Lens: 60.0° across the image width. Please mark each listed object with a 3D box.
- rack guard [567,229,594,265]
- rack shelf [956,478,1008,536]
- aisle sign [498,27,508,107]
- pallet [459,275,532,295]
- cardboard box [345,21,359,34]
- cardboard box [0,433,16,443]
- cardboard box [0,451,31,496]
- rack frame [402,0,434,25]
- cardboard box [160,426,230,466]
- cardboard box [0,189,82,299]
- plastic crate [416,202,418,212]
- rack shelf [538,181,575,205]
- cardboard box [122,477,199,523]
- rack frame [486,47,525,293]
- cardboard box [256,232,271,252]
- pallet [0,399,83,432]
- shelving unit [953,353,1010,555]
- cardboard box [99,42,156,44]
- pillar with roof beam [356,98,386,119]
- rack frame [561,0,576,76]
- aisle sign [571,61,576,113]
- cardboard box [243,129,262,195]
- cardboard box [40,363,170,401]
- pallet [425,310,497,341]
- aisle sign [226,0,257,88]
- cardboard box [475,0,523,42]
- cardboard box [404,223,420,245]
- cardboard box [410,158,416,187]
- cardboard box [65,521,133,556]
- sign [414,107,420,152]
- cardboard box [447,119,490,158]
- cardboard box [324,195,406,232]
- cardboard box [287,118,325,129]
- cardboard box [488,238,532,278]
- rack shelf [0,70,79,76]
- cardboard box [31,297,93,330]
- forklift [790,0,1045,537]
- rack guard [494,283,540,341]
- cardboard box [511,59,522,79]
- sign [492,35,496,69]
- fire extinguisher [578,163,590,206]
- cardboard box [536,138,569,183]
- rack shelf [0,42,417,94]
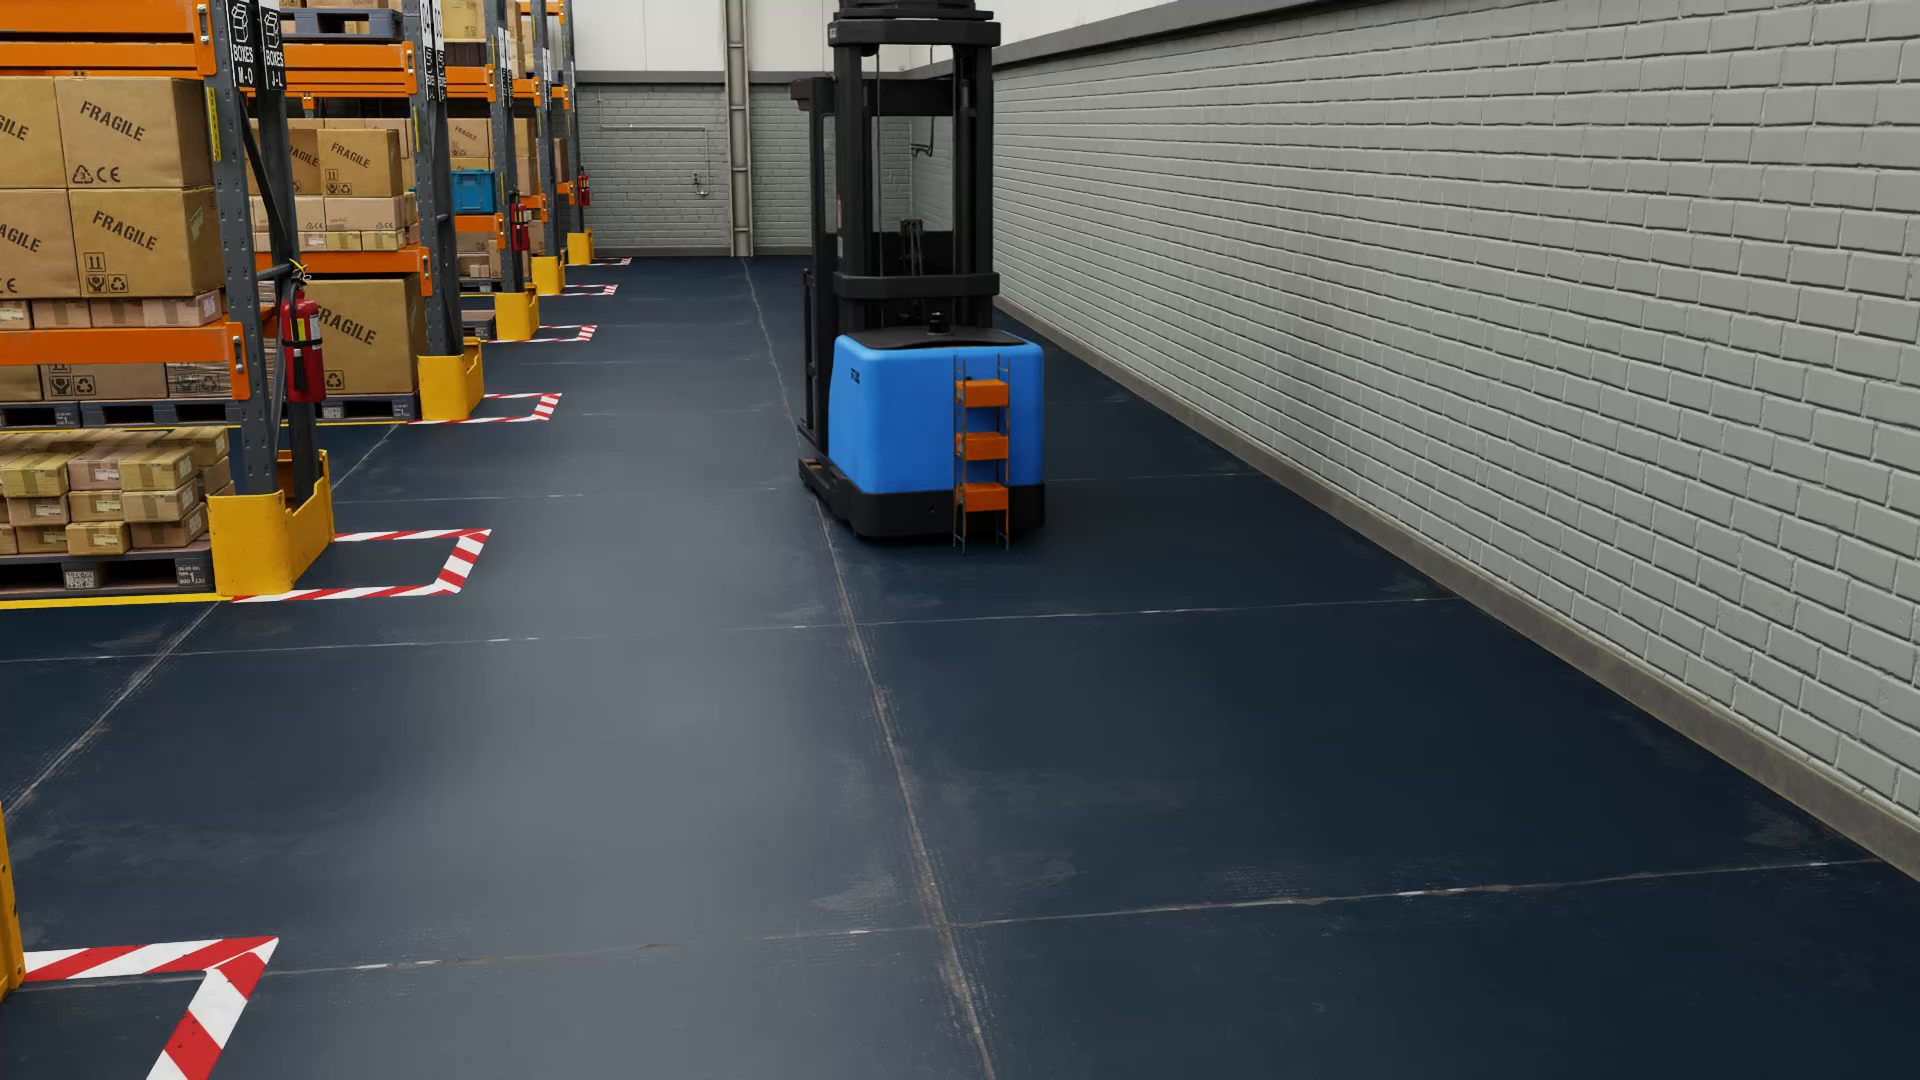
[{"bbox_3d":[-6.311,-4.884,27.670,0.348,0.500,1.175,-2,14,-8],"label":"rack guard"},{"bbox_3d":[0.113,-0.179,8.963,0.240,0.259,0.215,-4,15,-15],"label":"rack shelf"},{"bbox_3d":[-4.744,-4.906,17.273,0.004,0.787,0.394,-2,14,-8],"label":"aisle sign"},{"bbox_3d":[-6.456,-3.520,22.824,1.213,0.211,1.003,-2,14,-8],"label":"pallet"},{"bbox_3d":[-8.064,-6.778,21.656,0.500,0.500,0.700,-2,14,-8],"label":"cardboard box"},{"bbox_3d":[-5.082,-0.443,8.596,0.250,0.149,0.380,-2,14,-6],"label":"cardboard box"},{"bbox_3d":[-4.727,-0.325,8.124,0.250,0.149,0.380,-3,14,-11],"label":"cardboard box"},{"bbox_3d":[-4.121,-5.431,12.380,0.127,3.000,1.000,-2,14,-8],"label":"rack frame"},{"bbox_3d":[-4.050,-0.497,8.811,0.250,0.149,0.380,-3,14,-11],"label":"cardboard box"},{"bbox_3d":[-4.398,-1.422,7.908,0.500,0.500,0.500,-2,14,-9],"label":"cardboard box"},{"bbox_3d":[-5.638,-3.541,17.593,0.243,0.136,0.396,-2,14,-8],"label":"plastic crate"},{"bbox_3d":[-8.312,-5.674,27.161,4.000,0.370,1.077,-2,14,-8],"label":"rack shelf"},{"bbox_3d":[-3.961,-0.202,8.247,0.250,0.149,0.380,-2,14,-10],"label":"cardboard box"},{"bbox_3d":[-4.859,-3.713,17.860,0.127,3.000,1.000,-2,14,-8],"label":"rack frame"},{"bbox_3d":[-5.177,-2.280,12.663,0.250,0.149,0.380,-2,14,-7],"label":"cardboard box"},{"bbox_3d":[-7.313,-1.033,12.906,1.213,0.211,1.003,-2,14,-8],"label":"pallet"},{"bbox_3d":[0.113,-0.459,8.893,0.252,1.050,0.215,-4,15,-15],"label":"shelving unit"},{"bbox_3d":[-10.715,-6.485,21.473,0.600,0.600,0.600,-2,14,-9],"label":"cardboard box"},{"bbox_3d":[-9.085,-8.059,22.856,0.400,9.000,9.100,-2,14,-8],"label":"pillar with roof beam"},{"bbox_3d":[-6.335,-9.006,26.633,0.127,3.000,1.000,-2,14,-8],"label":"rack frame"},{"bbox_3d":[-6.219,-7.287,26.769,0.004,0.787,0.394,-2,14,-8],"label":"aisle sign"},{"bbox_3d":[-5.641,-2.966,13.037,0.500,0.500,0.500,-2,14,-10],"label":"cardboard box"},{"bbox_3d":[-6.522,-1.587,12.888,0.875,0.875,0.875,-2,14,-8],"label":"cardboard box"},{"bbox_3d":[-5.680,-2.340,18.117,1.213,0.211,1.003,-2,14,-8],"label":"pallet"},{"bbox_3d":[-3.365,-2.516,7.744,0.004,0.787,0.394,-2,14,-8],"label":"aisle sign"},{"bbox_3d":[-6.098,-6.870,22.023,0.500,0.500,0.700,-2,14,-8],"label":"cardboard box"},{"bbox_3d":[-4.521,-2.466,13.405,0.250,0.149,0.380,-2,14,-8],"label":"cardboard box"},{"bbox_3d":[-7.002,-4.835,22.129,0.500,0.500,0.500,-2,14,-8],"label":"cardboard box"},{"bbox_3d":[-4.210,-0.043,8.223,0.250,0.149,0.380,-2,14,-7],"label":"cardboard box"},{"bbox_3d":[-4.054,-3.067,12.417,0.005,0.325,0.100,-2,14,-8],"label":"sign"},{"bbox_3d":[-6.491,-5.337,22.076,0.500,0.500,0.500,-2,14,-7],"label":"cardboard box"},{"bbox_3d":[-4.560,-2.512,12.767,0.500,0.250,0.500,-2,14,-9],"label":"cardboard box"},{"bbox_3d":[-8.530,-5.261,21.773,0.500,0.500,0.500,-3,14,-10],"label":"cardboard box"},{"bbox_3d":[-6.094,-3.826,22.547,0.500,0.500,0.500,-2,14,-8],"label":"cardboard box"},{"bbox_3d":[-10.792,-4.601,16.716,4.000,0.370,1.077,-2,14,-8],"label":"rack shelf"},{"bbox_3d":[-4.259,-1.110,7.999,0.250,0.149,0.380,-2,14,-9],"label":"cardboard box"},{"bbox_3d":[-0.405,-1.749,10.171,1.130,2.935,3.031,-4,15,-15],"label":"forklift"},{"bbox_3d":[-4.837,-2.504,18.180,0.348,0.500,1.175,-2,14,-8],"label":"rack guard"},{"bbox_3d":[-6.062,-6.205,21.938,0.500,0.250,0.500,-2,14,-8],"label":"cardboard box"},{"bbox_3d":[-4.761,-4.985,16.983,0.005,0.325,0.100,-2,14,-8],"label":"sign"},{"bbox_3d":[-6.117,-5.772,26.996,0.183,0.674,0.296,-2,14,-8],"label":"fire extinguisher"},{"bbox_3d":[-6.837,-6.220,27.243,0.700,0.700,0.980,-1,14,-6],"label":"cardboard box"},{"bbox_3d":[-6.098,-3.555,12.543,4.000,0.370,1.077,-2,14,-8],"label":"rack shelf"}]
